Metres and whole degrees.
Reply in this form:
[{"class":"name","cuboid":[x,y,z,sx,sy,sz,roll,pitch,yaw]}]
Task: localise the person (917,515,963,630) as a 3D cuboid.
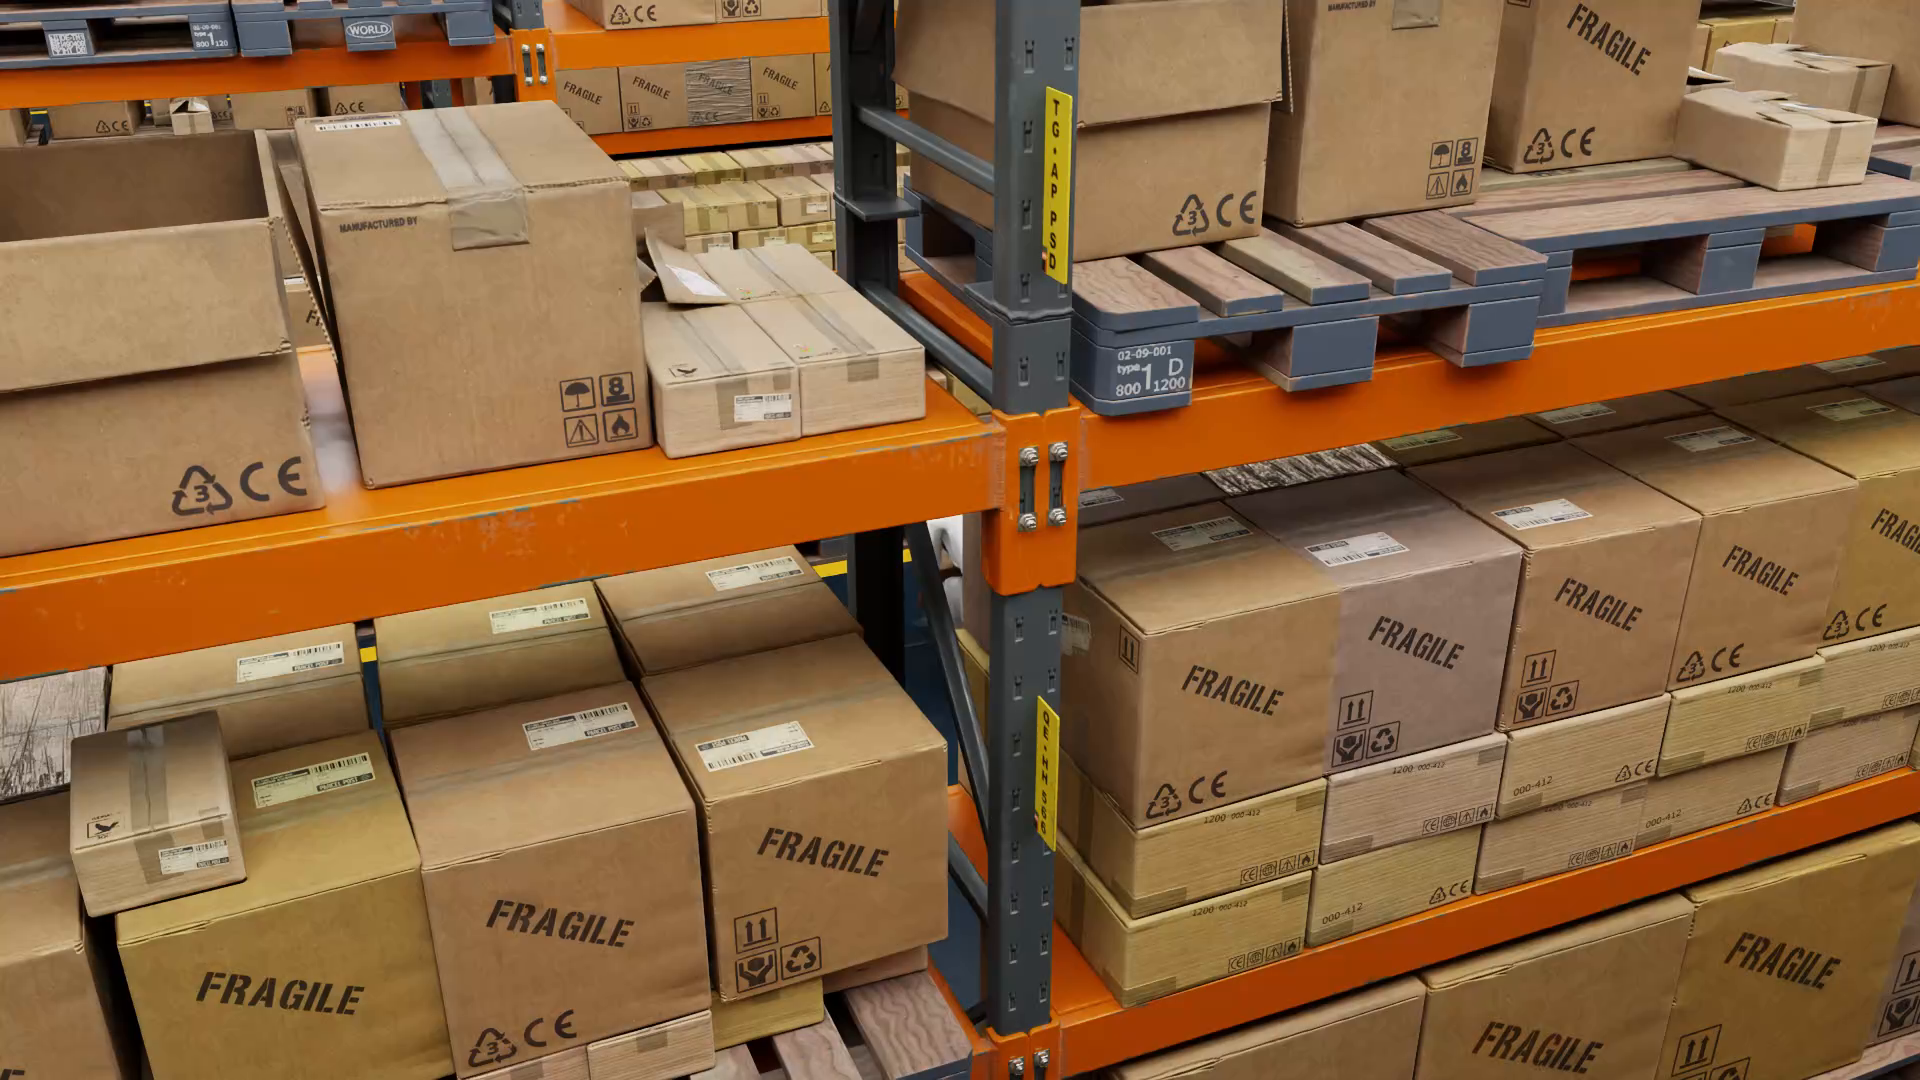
[{"class":"person","cuboid":[0.079,0.155,7.636,0.524,1.009,0.952,-12,28,-23]}]
